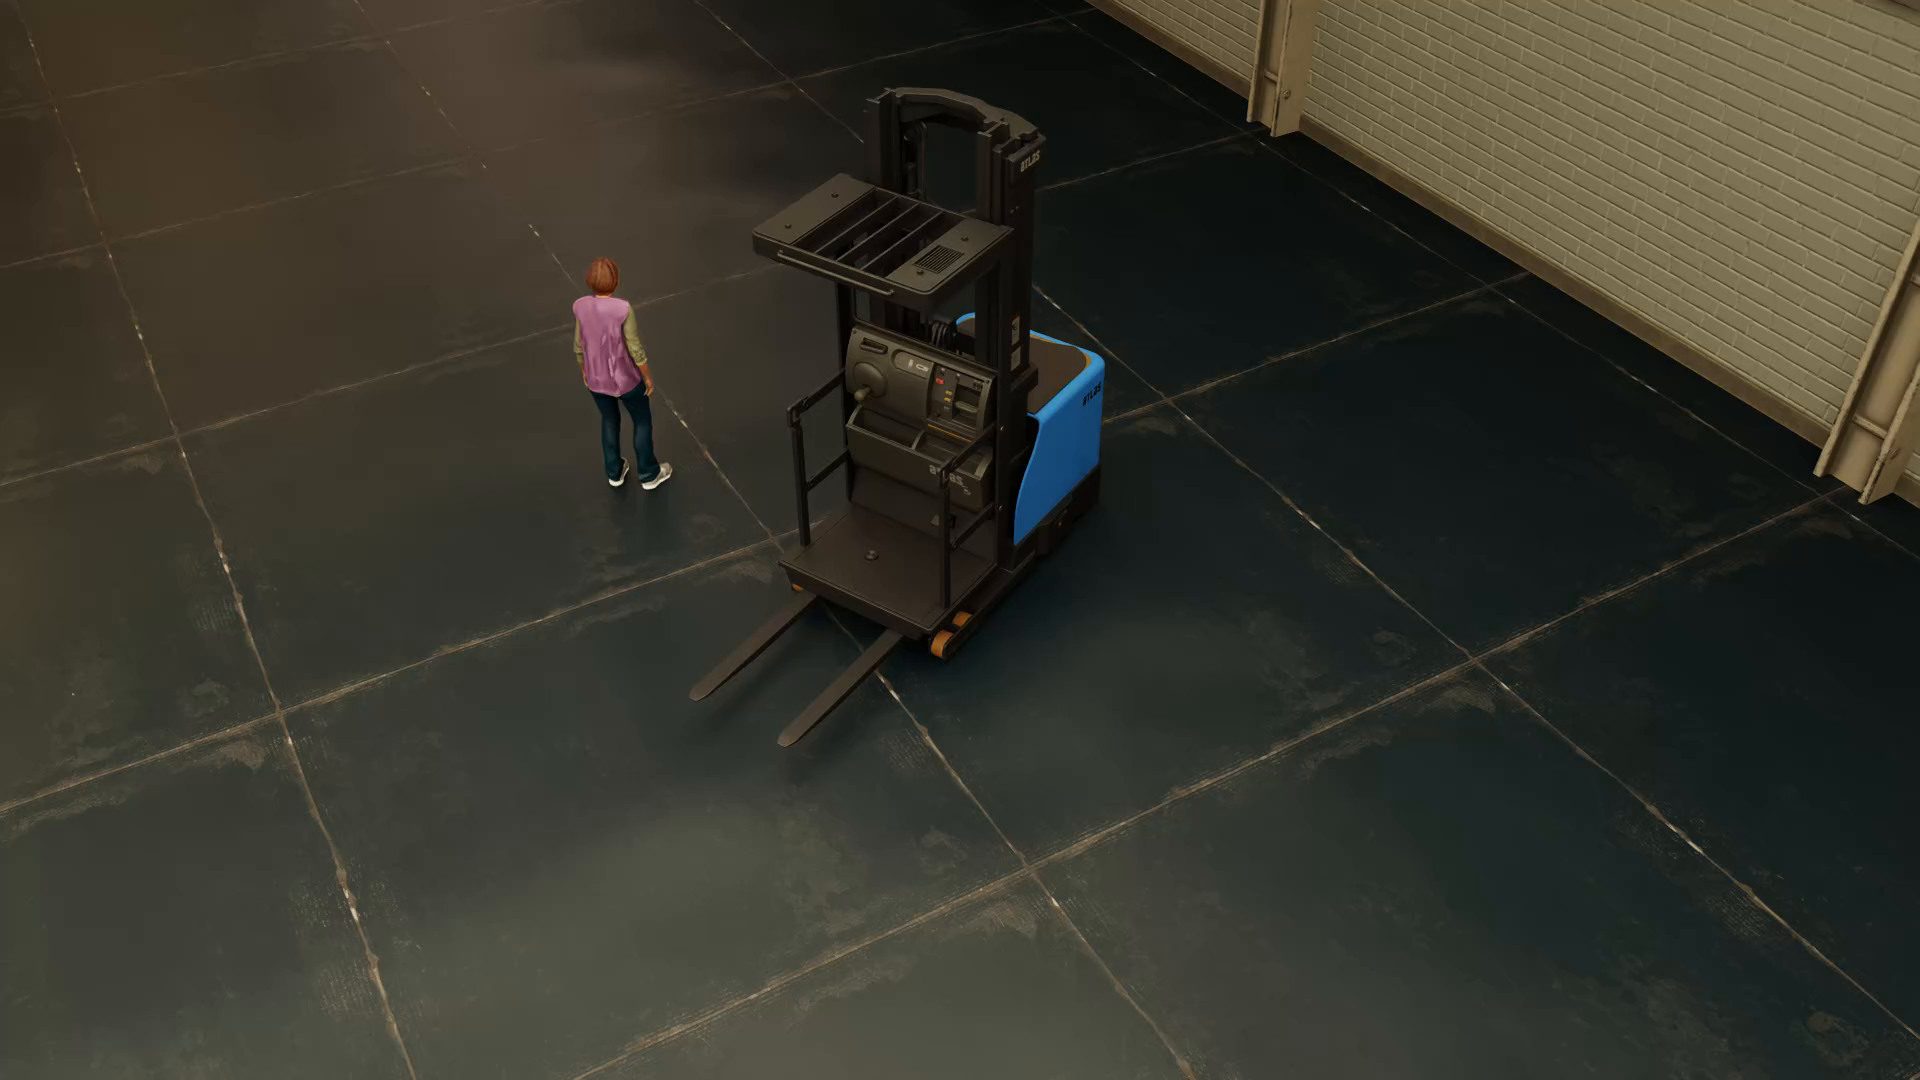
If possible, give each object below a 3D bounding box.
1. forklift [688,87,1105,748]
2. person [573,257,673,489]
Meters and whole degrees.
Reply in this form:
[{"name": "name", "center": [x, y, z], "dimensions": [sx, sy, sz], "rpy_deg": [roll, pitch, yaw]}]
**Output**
[{"name": "forklift", "center": [-0.348, -0.796, 8.995], "dimensions": [1.130, 2.935, 3.031], "rpy_deg": [23, 45, 25]}, {"name": "person", "center": [-2.129, -1.002, 10.296], "dimensions": [0.465, 1.590, 0.348], "rpy_deg": [9, 40, 10]}]
